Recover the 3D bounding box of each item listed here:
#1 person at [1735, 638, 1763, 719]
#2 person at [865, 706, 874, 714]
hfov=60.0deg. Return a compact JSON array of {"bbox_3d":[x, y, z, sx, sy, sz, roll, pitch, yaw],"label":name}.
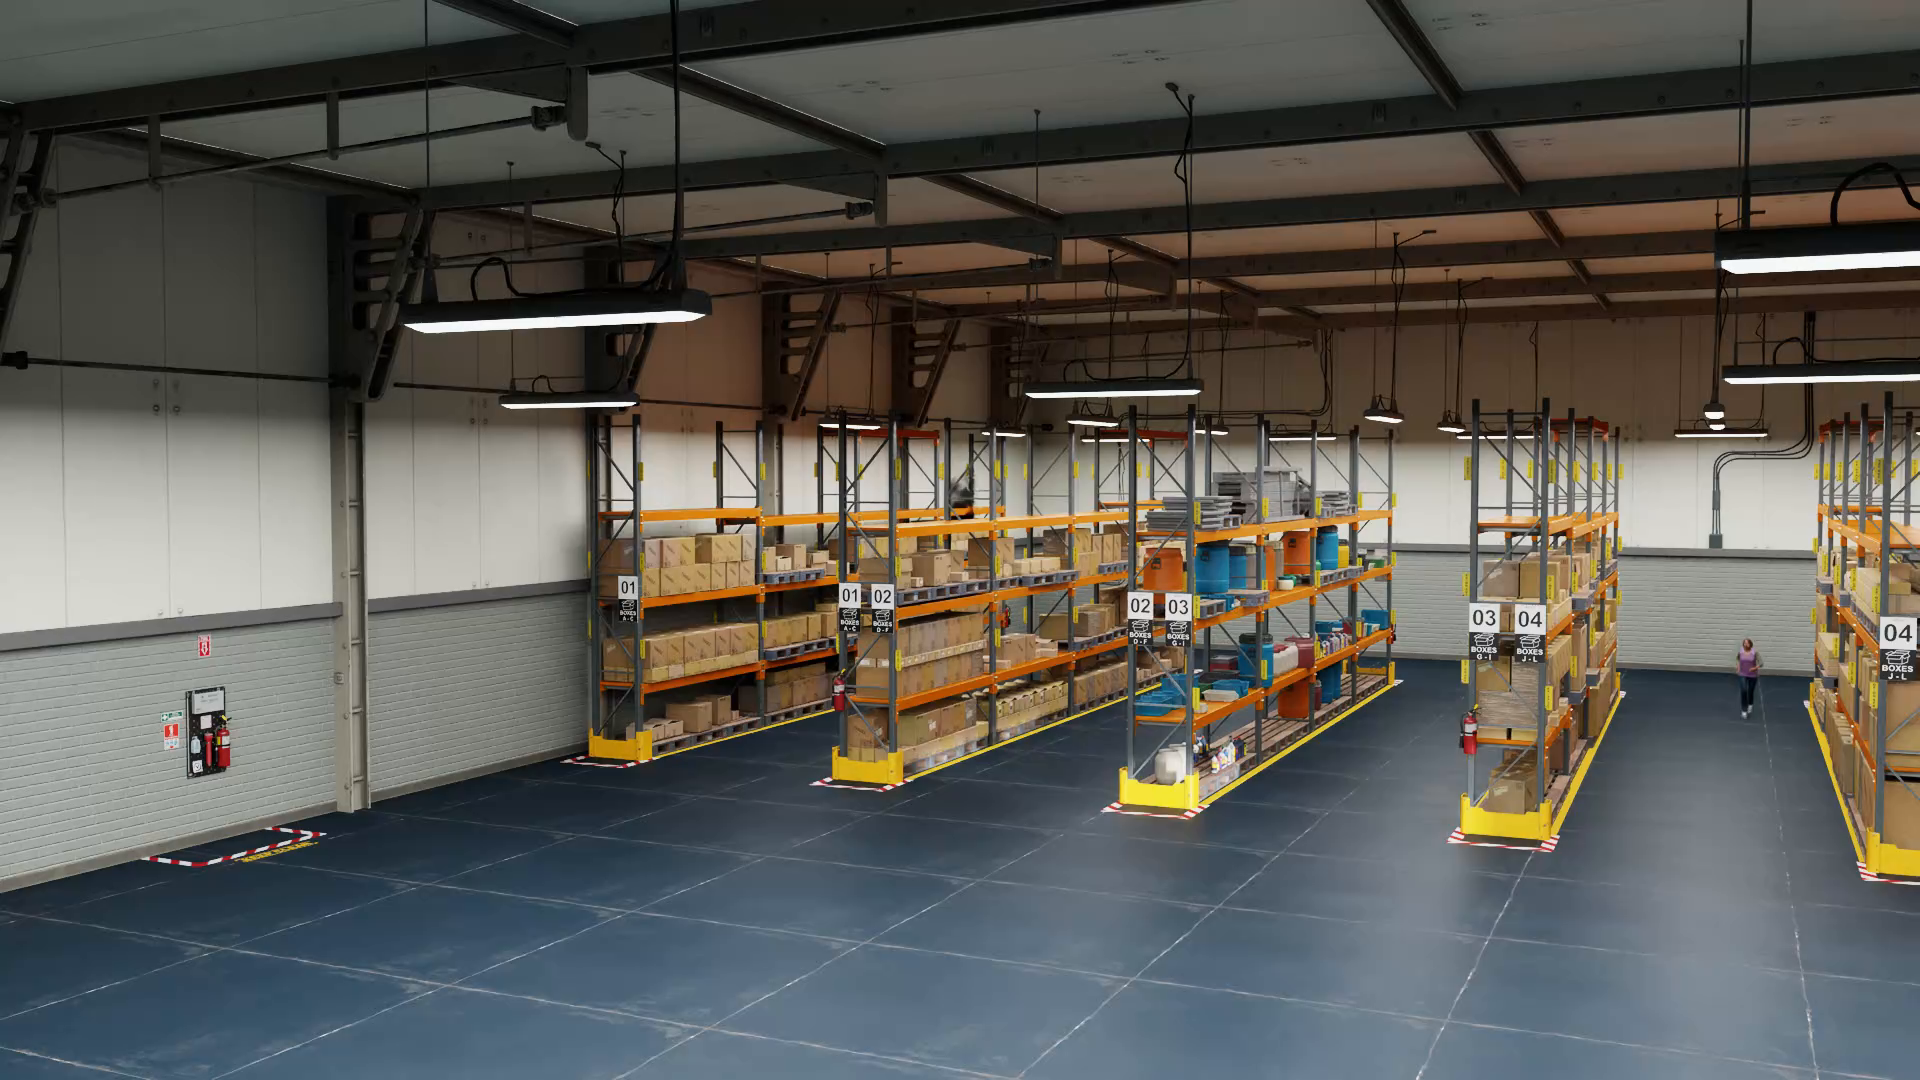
[{"bbox_3d":[16.107,2.808,33.942,0.531,1.629,0.755,1,3,31],"label":"person"},{"bbox_3d":[-1.533,2.862,31.381,0.645,1.789,0.799,1,2,20],"label":"person"}]
